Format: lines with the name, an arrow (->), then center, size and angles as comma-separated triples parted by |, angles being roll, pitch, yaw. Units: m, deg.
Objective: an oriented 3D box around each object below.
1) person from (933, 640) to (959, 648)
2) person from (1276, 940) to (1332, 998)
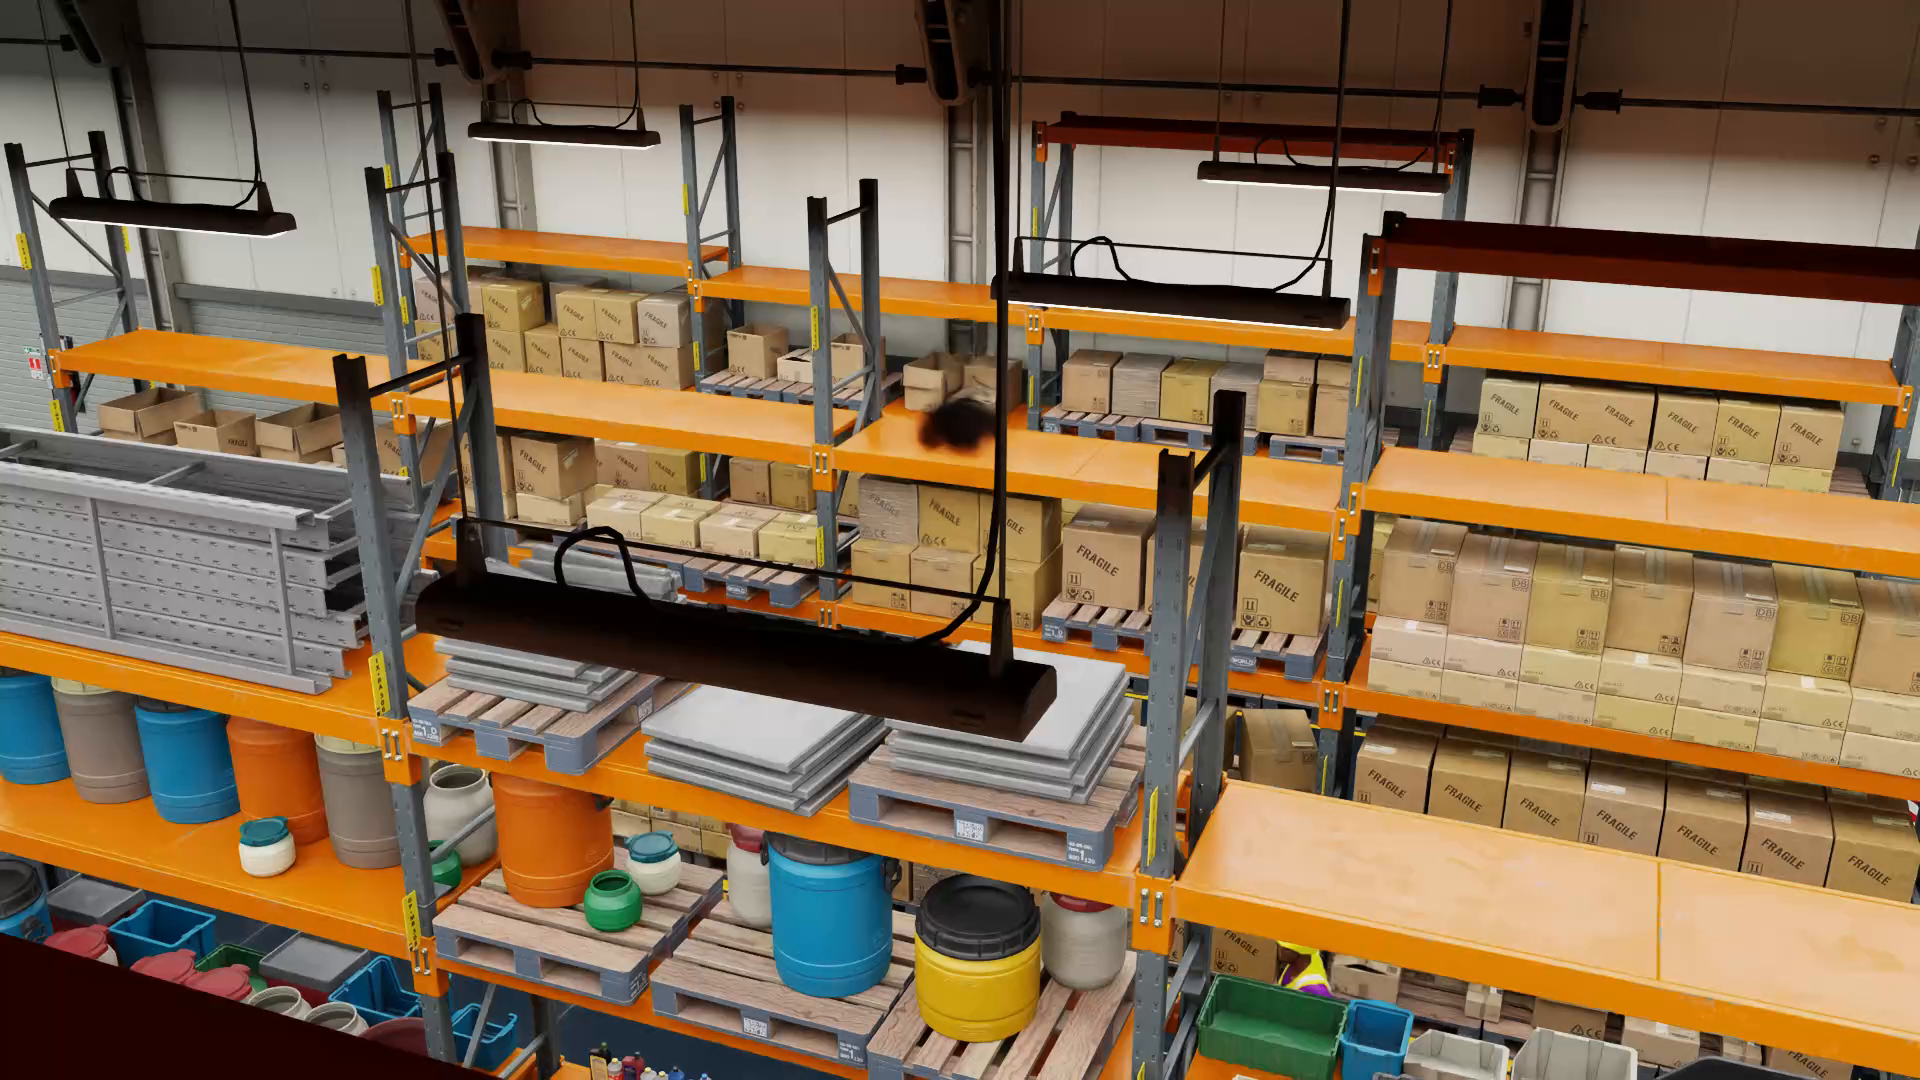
person -> 0.101, 1.542, 16.280 | 0.760, 1.472, 0.526 | -1, 21, -2
person -> 2.437, 3.348, 11.211 | 0.757, 1.715, 0.707 | 1, 21, 4
